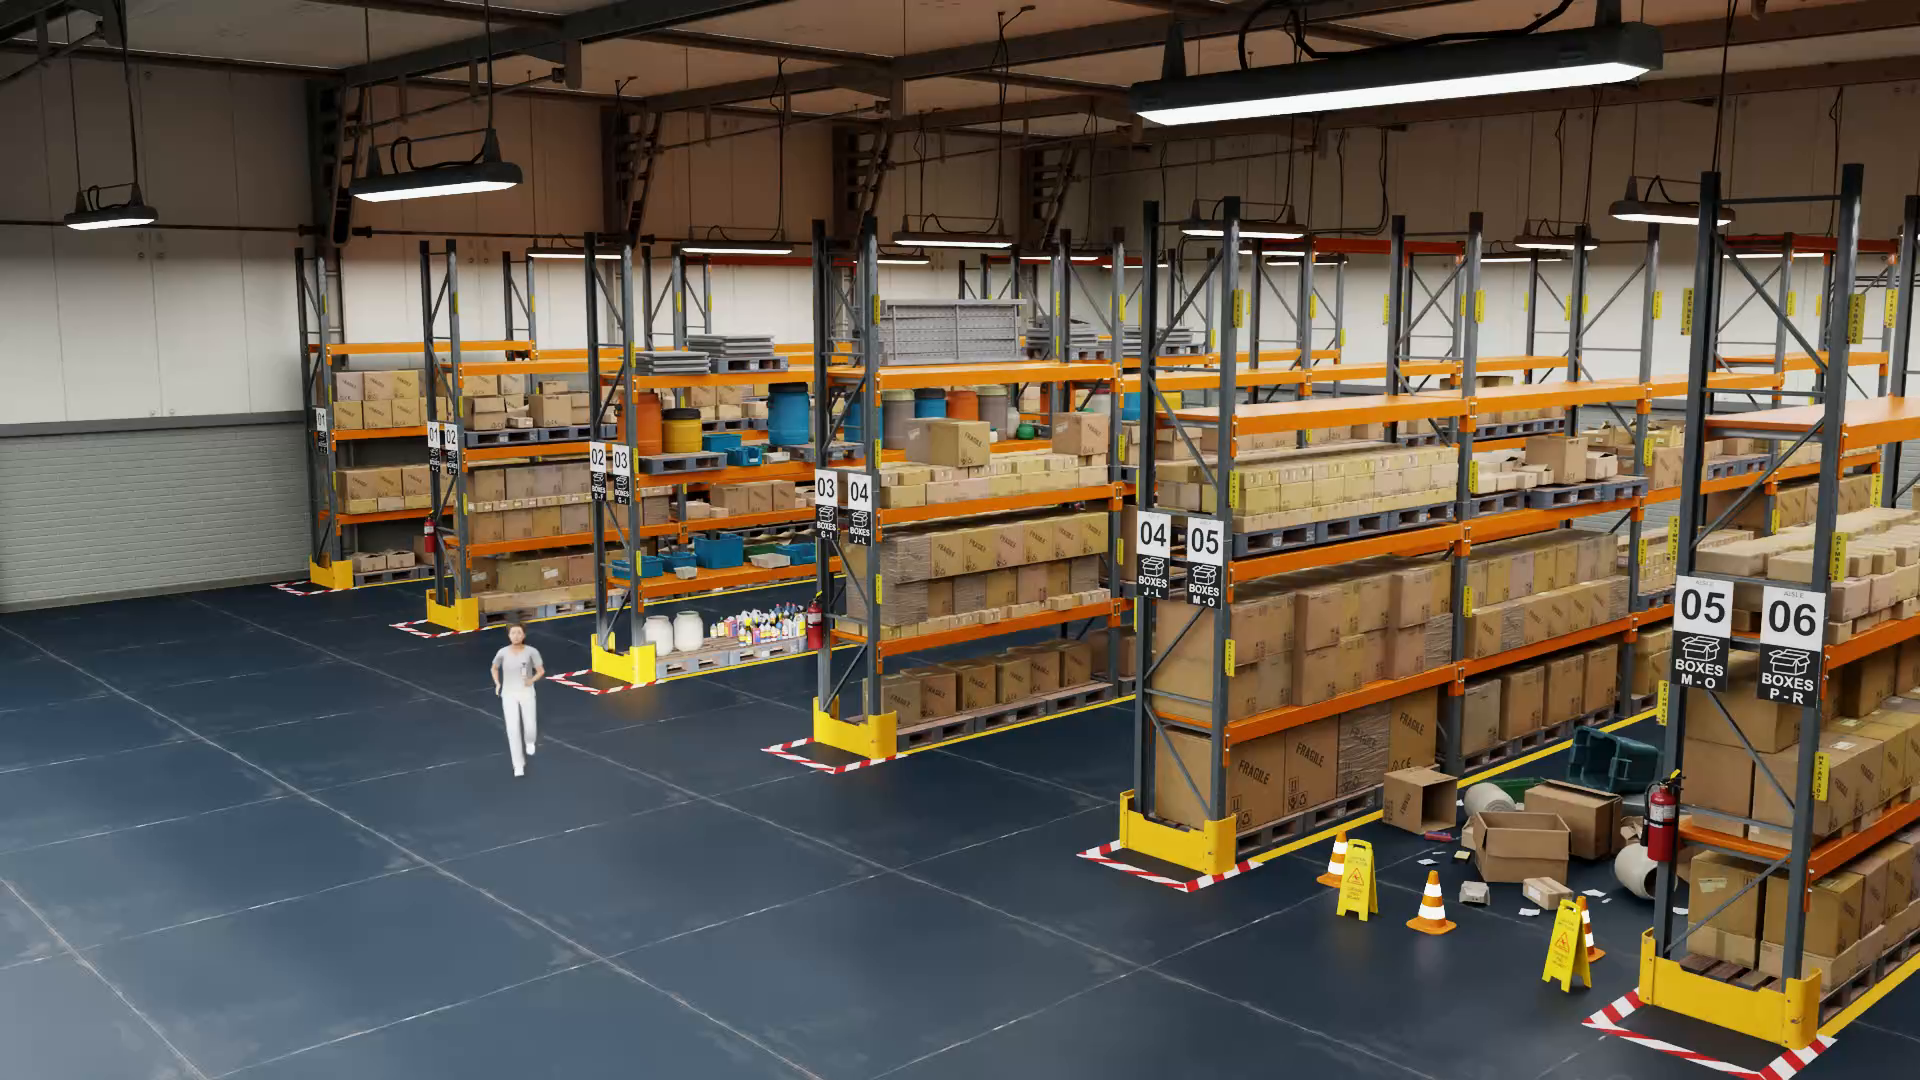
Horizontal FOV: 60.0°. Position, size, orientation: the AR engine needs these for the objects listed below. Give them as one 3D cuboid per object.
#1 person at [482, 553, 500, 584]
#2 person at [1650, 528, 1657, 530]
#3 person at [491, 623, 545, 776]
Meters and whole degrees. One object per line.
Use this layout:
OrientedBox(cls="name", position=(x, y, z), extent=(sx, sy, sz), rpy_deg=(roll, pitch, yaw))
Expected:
OrientedBox(cls="person", position=(-8.084, 0.120, 28.598), extent=(0.674, 1.721, 0.569), rpy_deg=(8, 12, 43))
OrientedBox(cls="person", position=(11.033, 0.589, 26.086), extent=(0.934, 1.607, 0.611), rpy_deg=(-6, 11, -37))
OrientedBox(cls="person", position=(-4.828, 1.704, 18.175), extent=(0.575, 1.634, 0.793), rpy_deg=(-2, 9, -11))
